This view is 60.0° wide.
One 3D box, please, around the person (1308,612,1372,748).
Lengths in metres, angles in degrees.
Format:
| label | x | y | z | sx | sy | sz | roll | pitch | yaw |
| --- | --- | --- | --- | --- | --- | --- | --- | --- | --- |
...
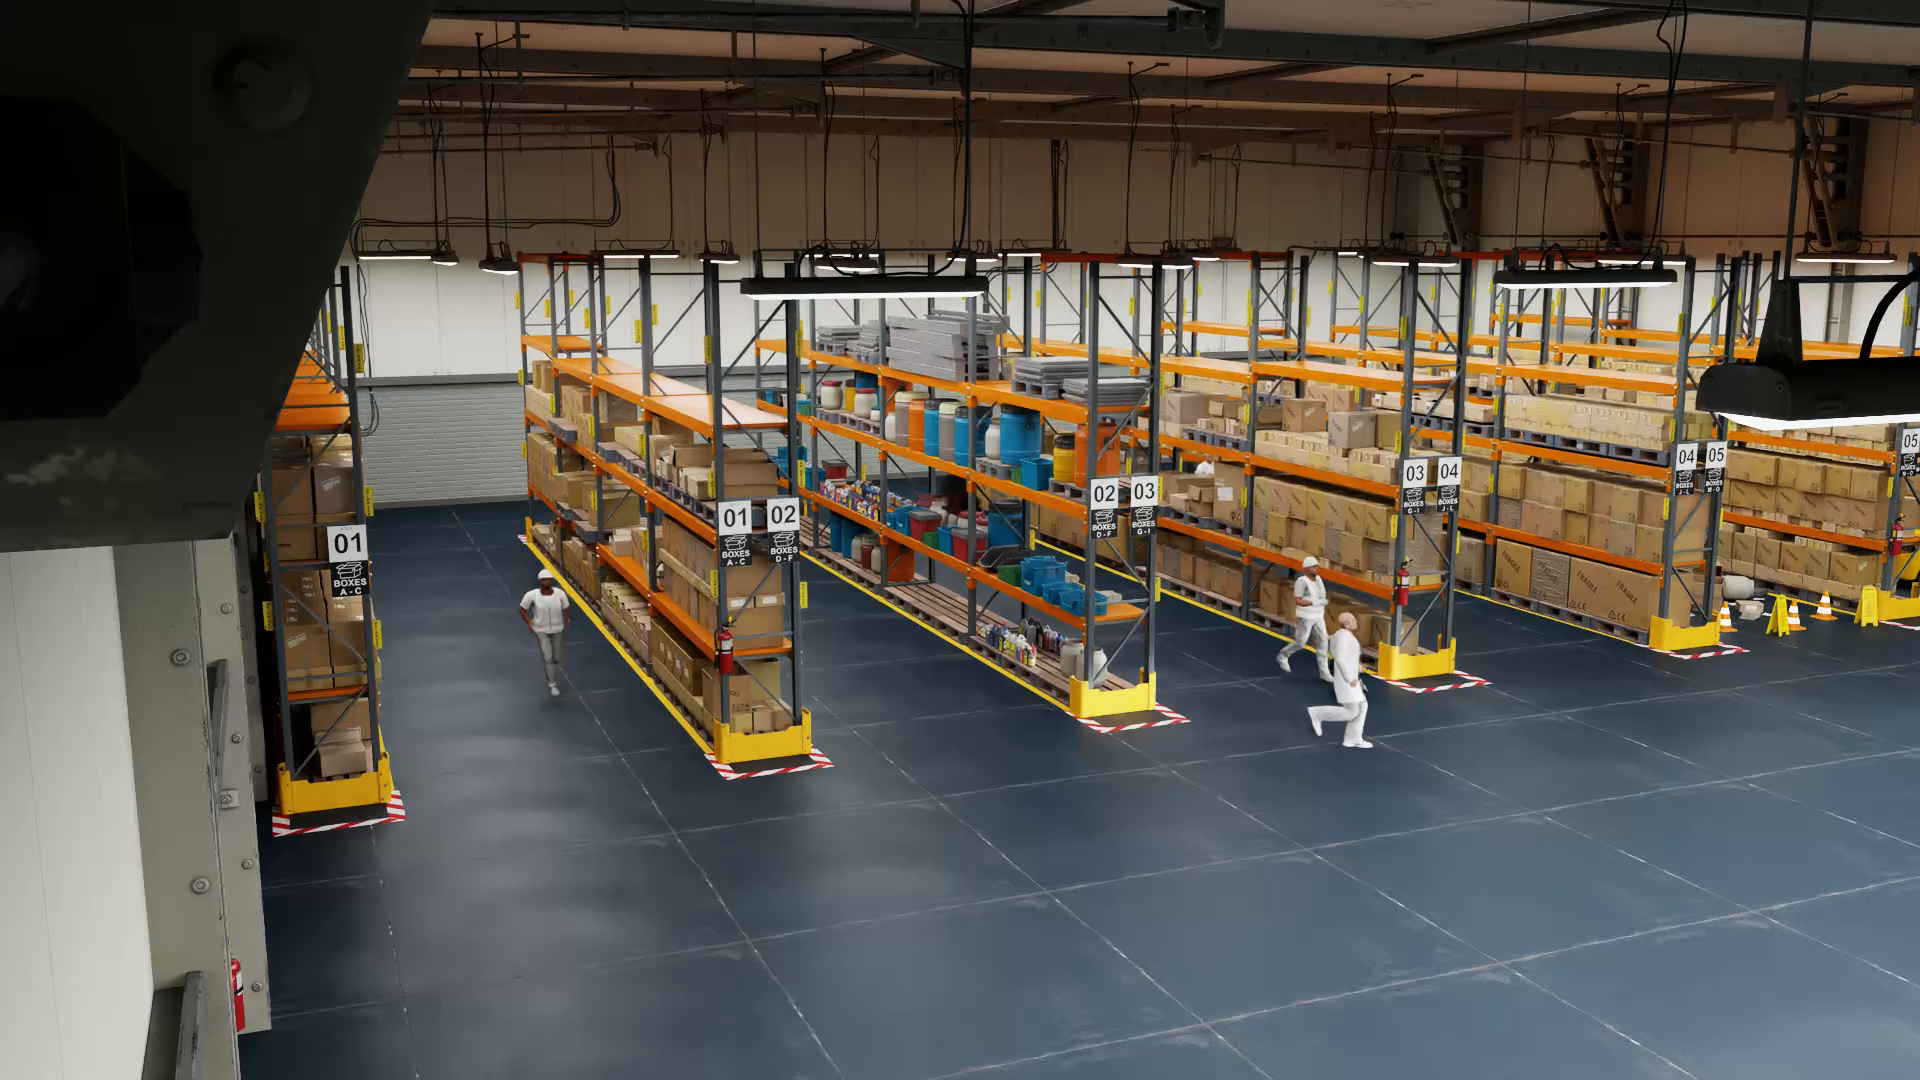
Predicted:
| label | x | y | z | sx | sy | sz | roll | pitch | yaw |
| --- | --- | --- | --- | --- | --- | --- | --- | --- | --- |
| person | 4.769 | 1.747 | 20.765 | 0.814 | 1.731 | 0.700 | 2 | 11 | 9 |

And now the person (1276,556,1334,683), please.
| label | x | y | z | sx | sy | sz | roll | pitch | yaw |
| --- | --- | --- | --- | --- | --- | --- | --- | --- | --- |
| person | 5.013 | 1.110 | 23.863 | 0.689 | 1.771 | 0.982 | -9 | 13 | -39 |

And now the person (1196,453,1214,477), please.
| label | x | y | z | sx | sy | sz | roll | pitch | yaw |
| --- | --- | --- | --- | --- | --- | --- | --- | --- | --- |
| person | 5.340 | -1.043 | 35.773 | 0.645 | 1.840 | 0.785 | -4 | 11 | -21 |

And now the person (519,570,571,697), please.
| label | x | y | z | sx | sy | sz | roll | pitch | yaw |
| --- | --- | --- | --- | --- | --- | --- | --- | --- | --- |
| person | -5.794 | 1.270 | 23.328 | 0.700 | 1.752 | 0.815 | -5 | 12 | -27 |
